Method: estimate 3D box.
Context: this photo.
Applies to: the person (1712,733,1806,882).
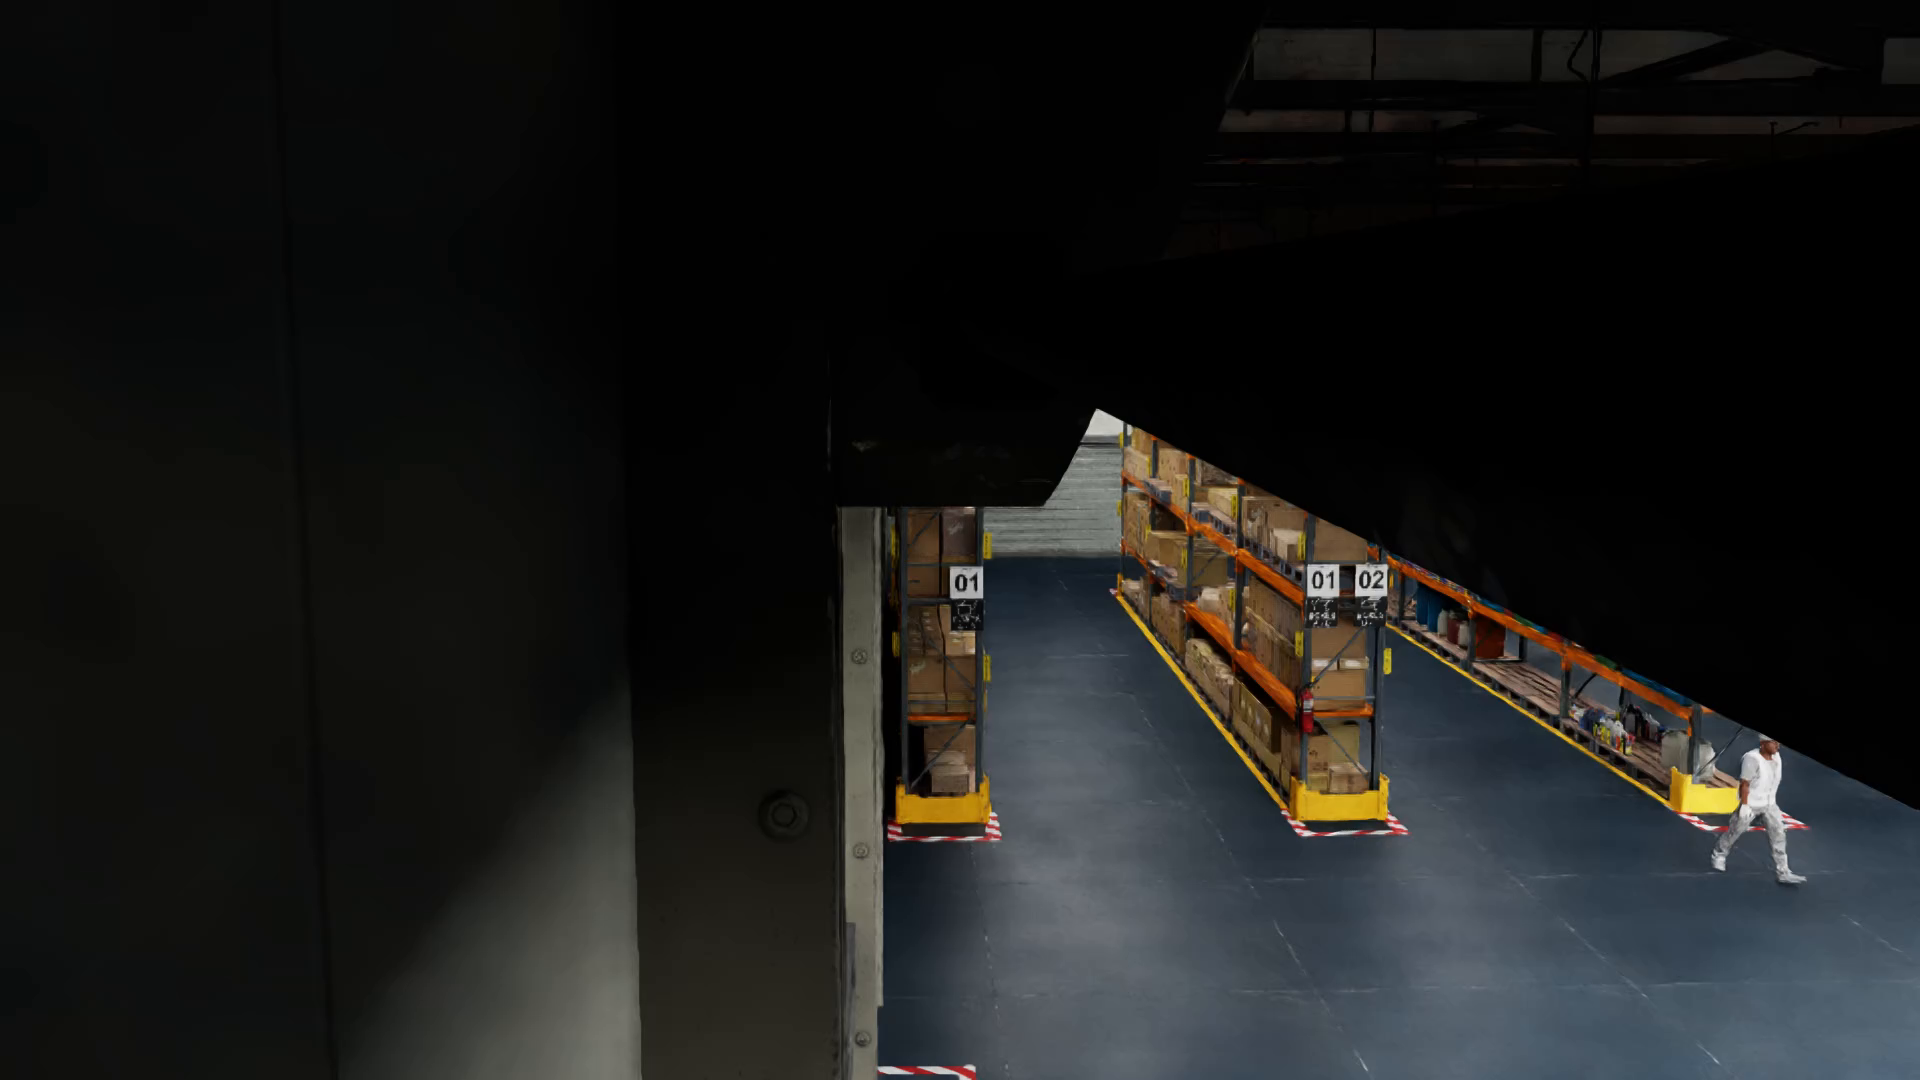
[{"bbox_3d":[8.858,2.907,18.410,0.610,1.739,0.967,-4,9,-24],"label":"person"}]
